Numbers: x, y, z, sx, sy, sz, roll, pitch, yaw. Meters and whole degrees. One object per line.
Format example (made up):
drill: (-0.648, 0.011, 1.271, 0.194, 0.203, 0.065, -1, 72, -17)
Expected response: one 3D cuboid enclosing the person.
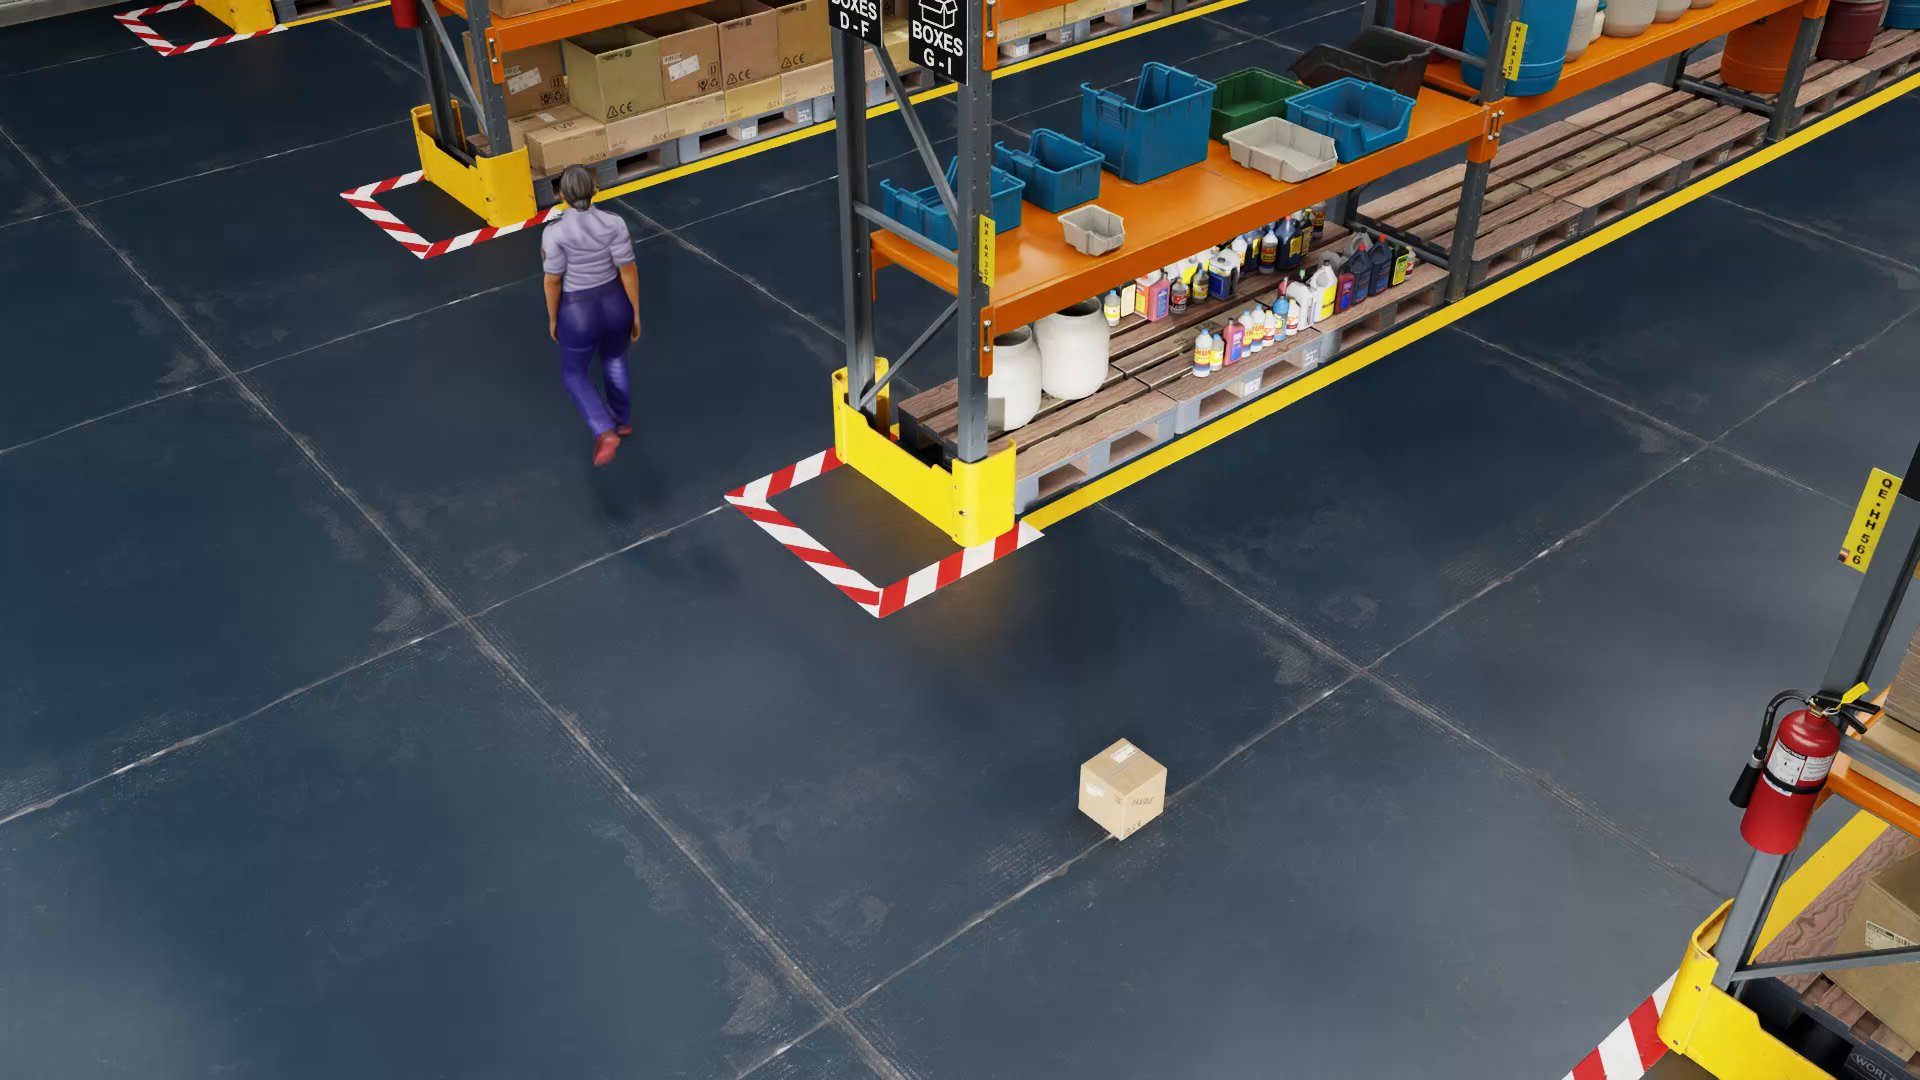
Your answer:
person: (-1.894, -1.170, 8.664, 0.471, 1.620, 0.735, -19, 40, -24)
